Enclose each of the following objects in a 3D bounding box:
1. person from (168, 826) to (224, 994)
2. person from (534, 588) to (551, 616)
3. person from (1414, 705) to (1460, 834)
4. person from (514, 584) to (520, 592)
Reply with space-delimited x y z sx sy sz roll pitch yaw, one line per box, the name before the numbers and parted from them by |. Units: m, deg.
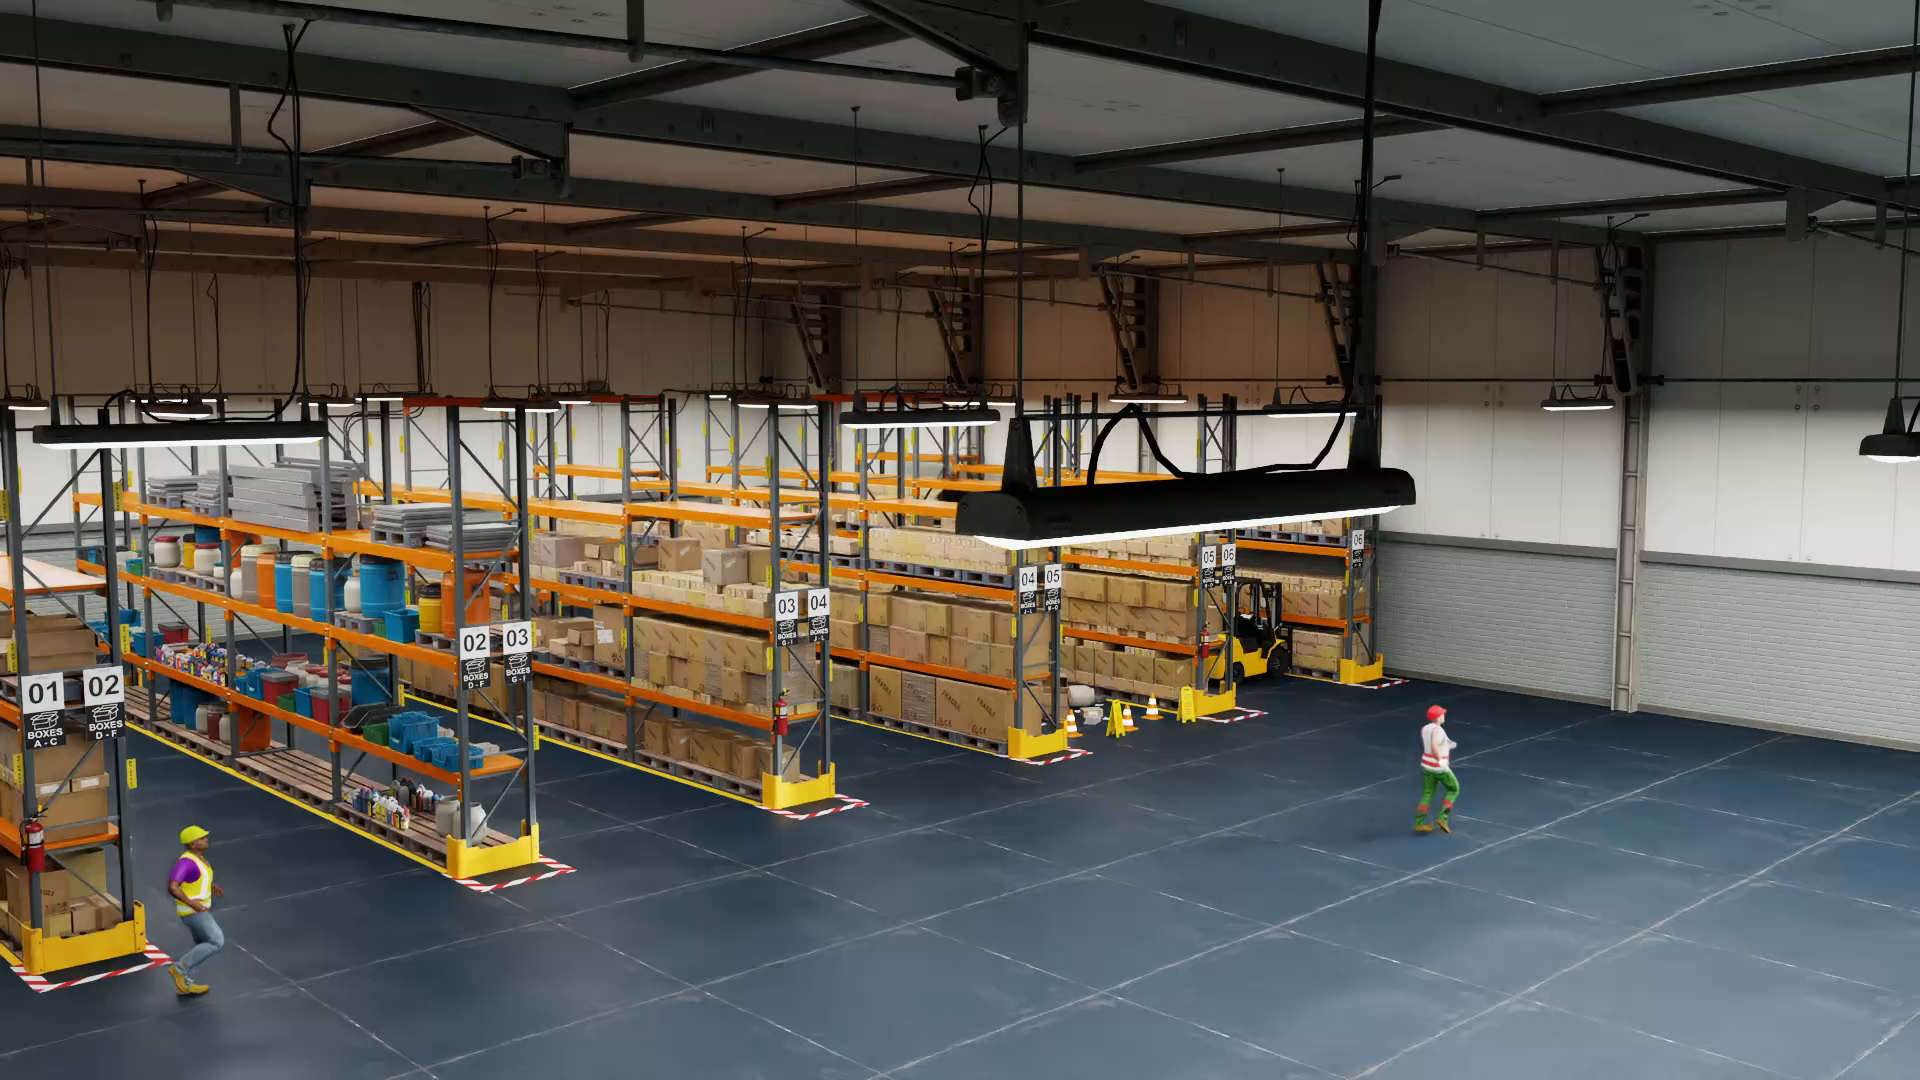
person | -7.902 3.812 17.206 0.530 1.718 0.724 -2 6 -18
person | -10.248 1.558 40.974 0.904 1.676 0.627 -5 8 -45
person | 6.658 3.201 23.172 0.688 1.809 0.650 -2 6 -22
person | -10.966 1.661 40.370 0.664 1.586 0.725 -4 7 -36
